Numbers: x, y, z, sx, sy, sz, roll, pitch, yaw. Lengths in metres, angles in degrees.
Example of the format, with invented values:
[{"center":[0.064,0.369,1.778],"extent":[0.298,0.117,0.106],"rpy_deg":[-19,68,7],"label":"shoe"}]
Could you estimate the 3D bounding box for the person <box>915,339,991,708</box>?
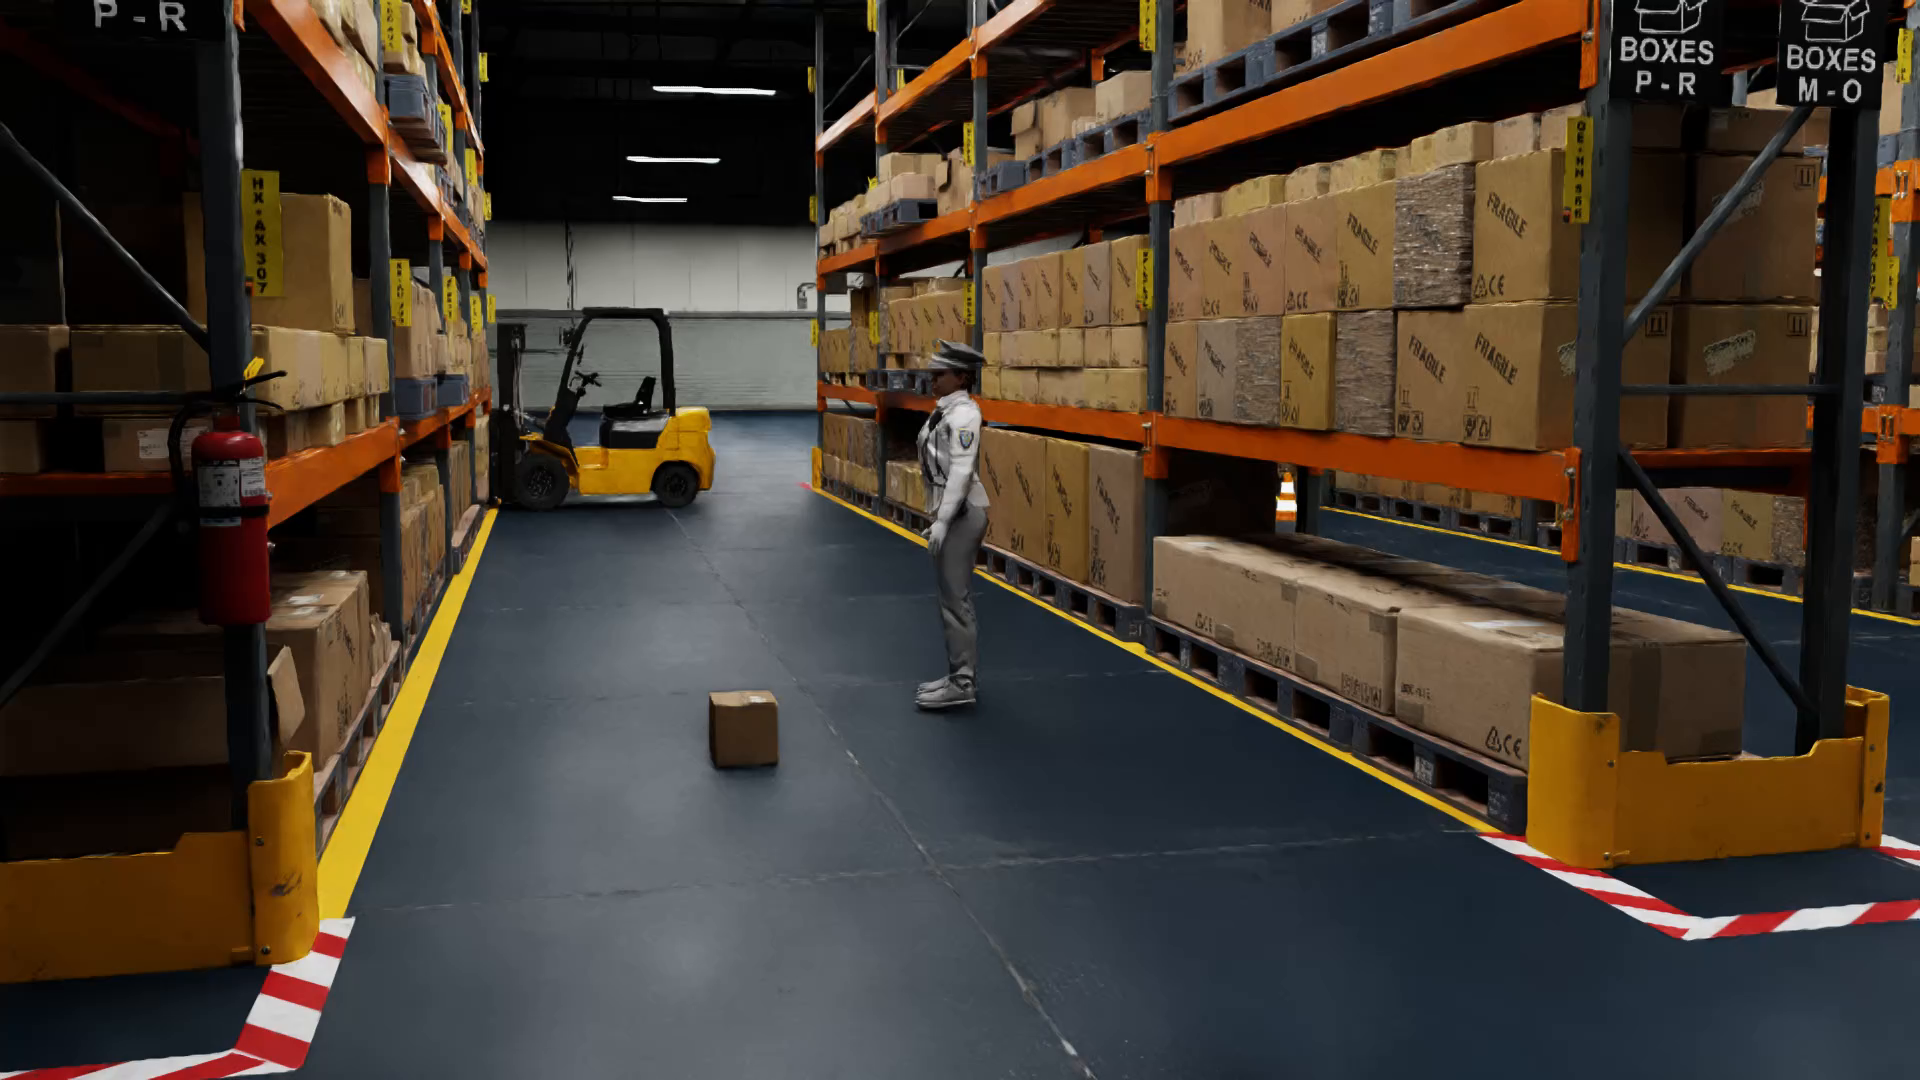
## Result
[{"center":[-0.048,-0.081,7.671],"extent":[0.345,1.685,0.496],"rpy_deg":[-1,6,-9],"label":"person"}]
